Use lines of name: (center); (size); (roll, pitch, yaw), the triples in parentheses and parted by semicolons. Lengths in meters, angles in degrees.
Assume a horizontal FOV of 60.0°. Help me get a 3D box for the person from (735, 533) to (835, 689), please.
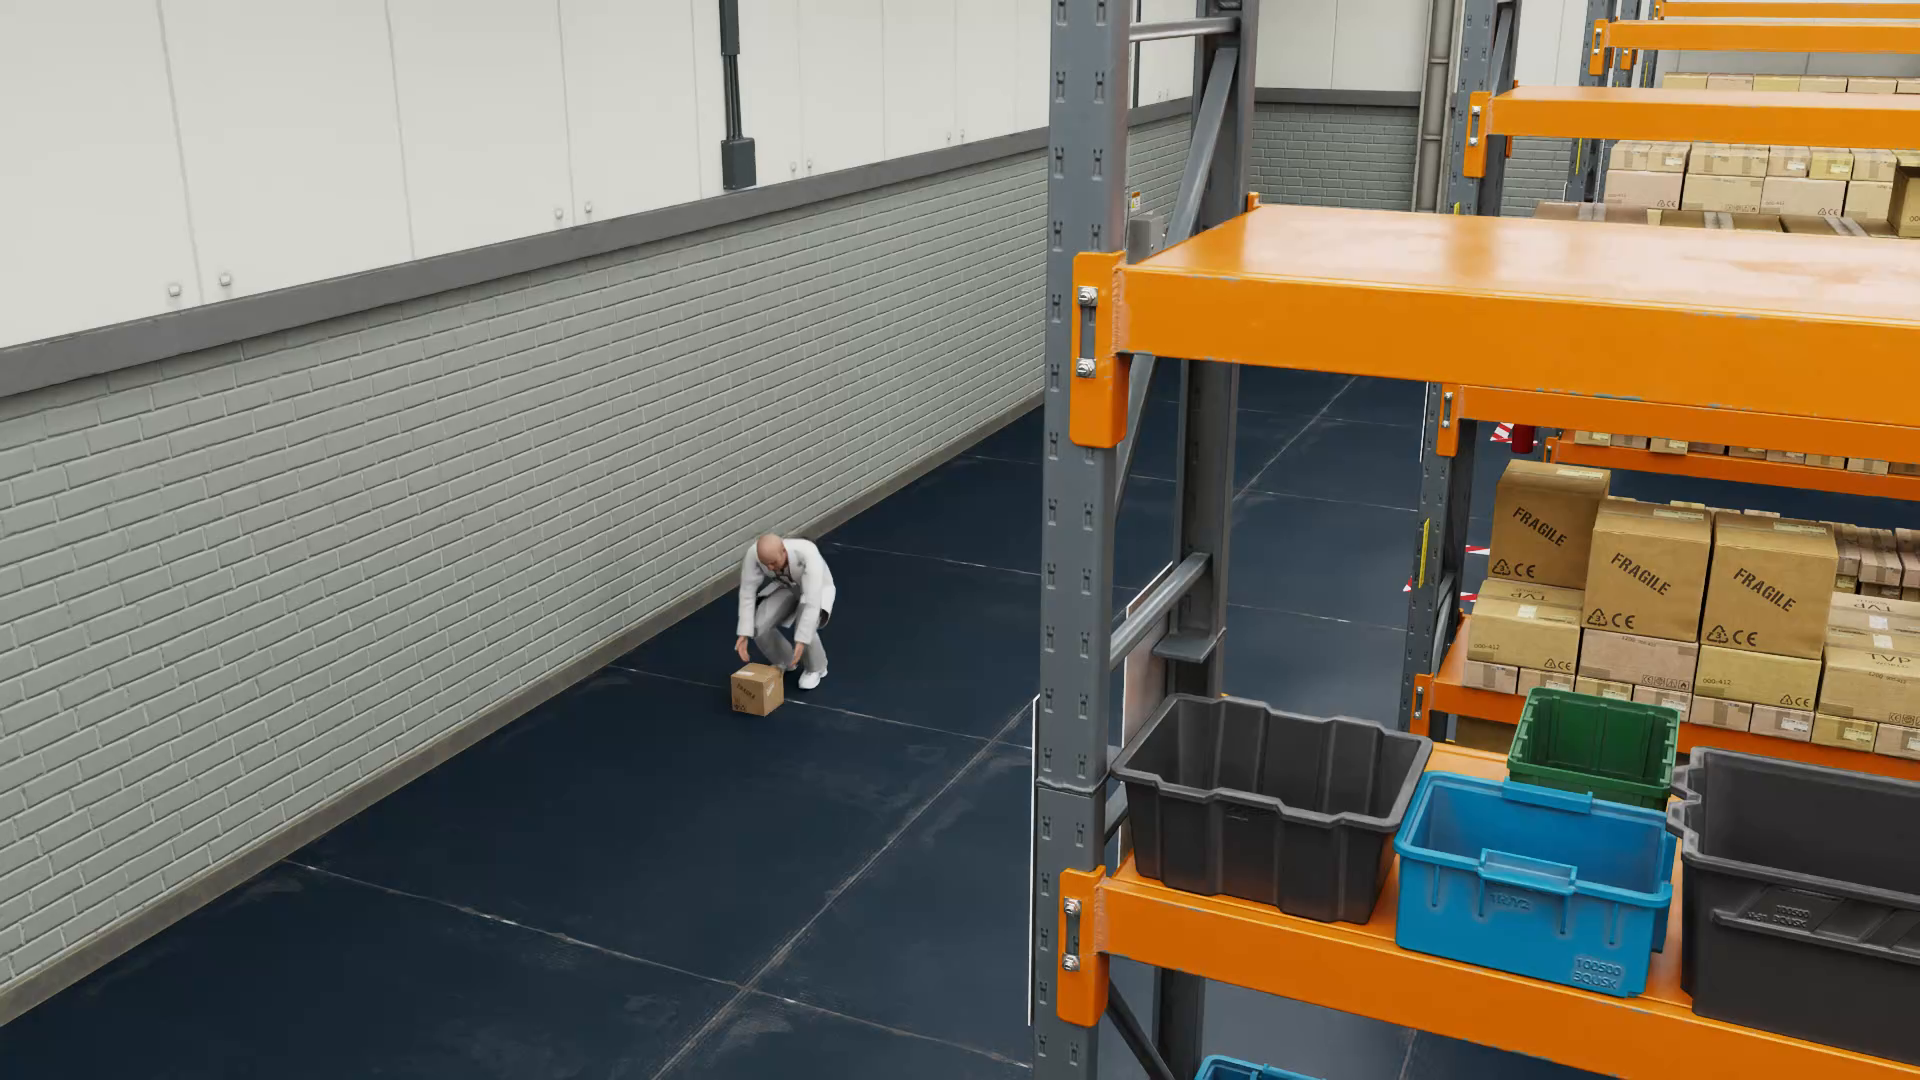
person: (-1.140, 0.428, 11.256); (0.625, 1.181, 0.830); (8, 20, 23)
